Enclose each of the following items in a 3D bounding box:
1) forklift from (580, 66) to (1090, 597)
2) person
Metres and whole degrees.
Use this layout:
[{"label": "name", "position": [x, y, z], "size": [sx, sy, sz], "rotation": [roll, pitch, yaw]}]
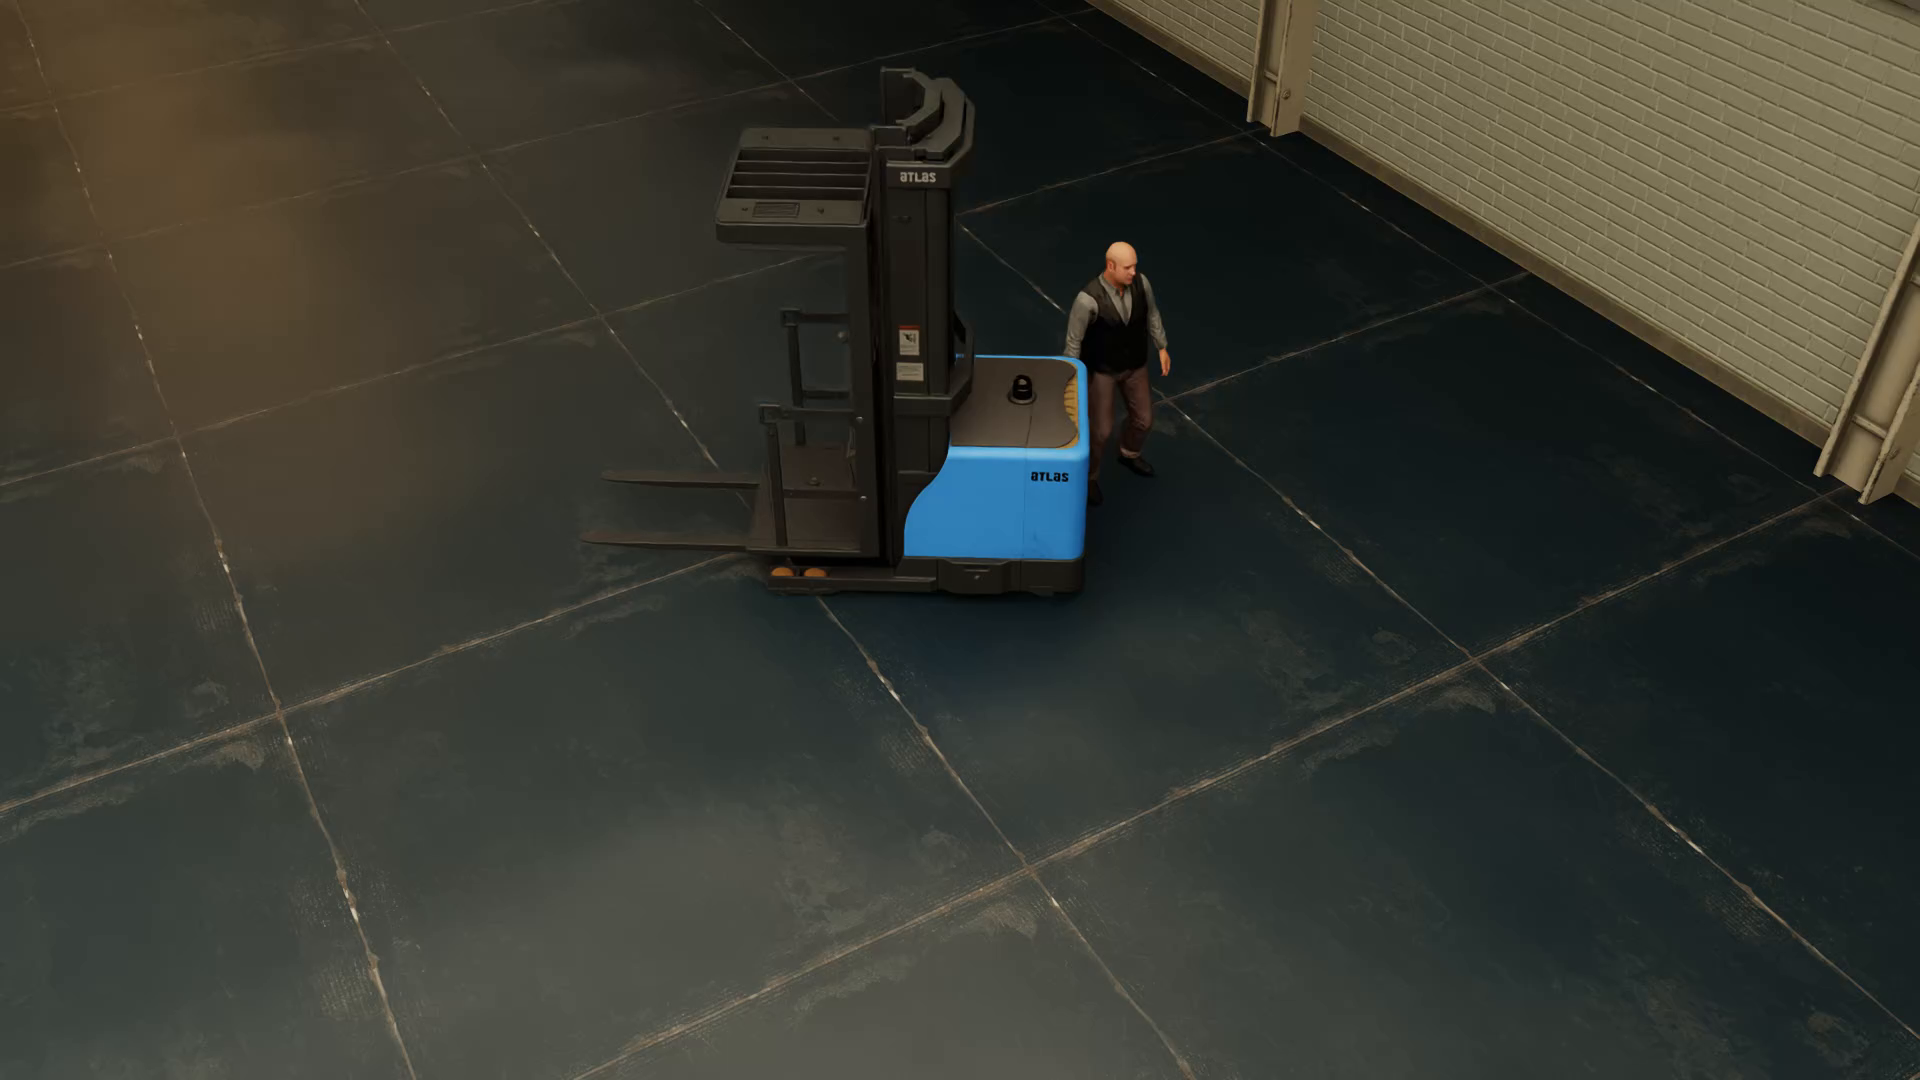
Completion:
[{"label": "forklift", "position": [-0.759, -1.132, 9.401], "size": [3.031, 2.935, 1.130], "rotation": [1, 40, 2]}, {"label": "person", "position": [0.976, -1.058, 10.288], "size": [0.711, 1.699, 0.490], "rotation": [-18, 43, -20]}]
